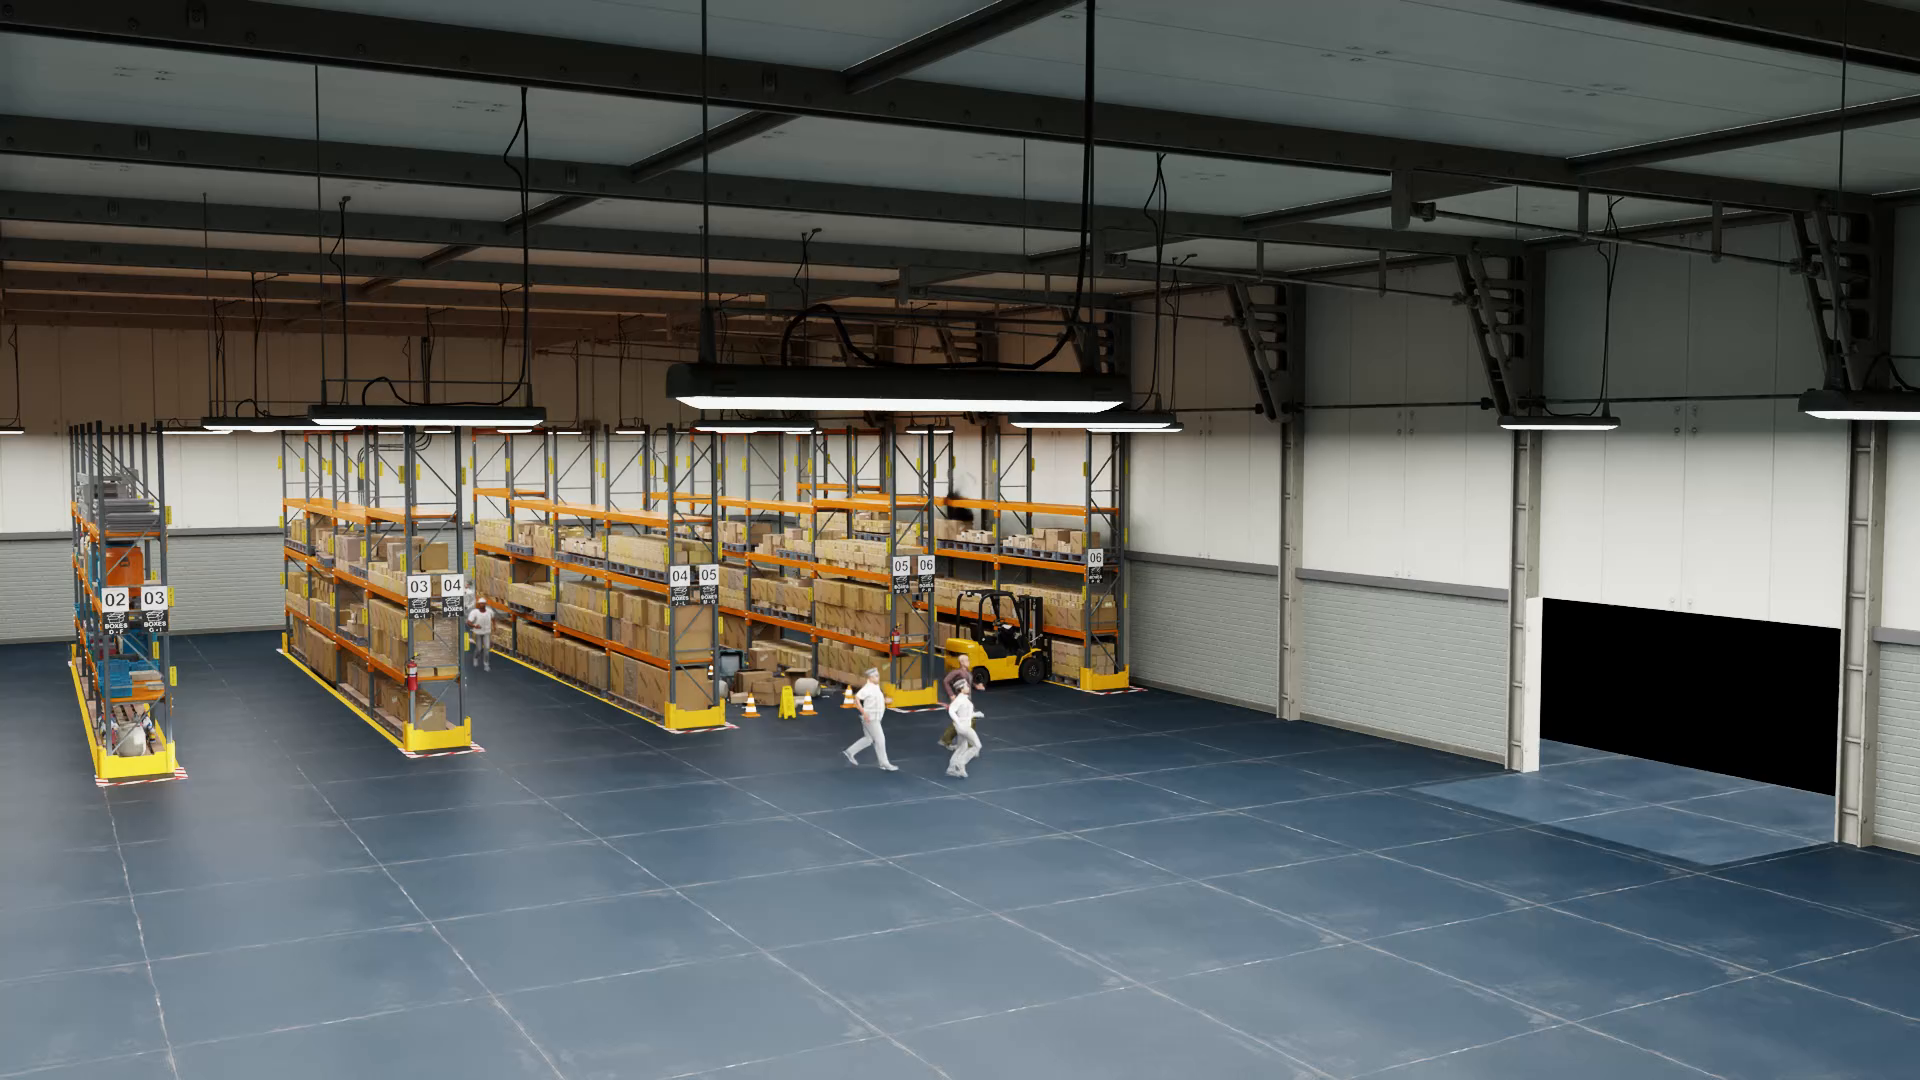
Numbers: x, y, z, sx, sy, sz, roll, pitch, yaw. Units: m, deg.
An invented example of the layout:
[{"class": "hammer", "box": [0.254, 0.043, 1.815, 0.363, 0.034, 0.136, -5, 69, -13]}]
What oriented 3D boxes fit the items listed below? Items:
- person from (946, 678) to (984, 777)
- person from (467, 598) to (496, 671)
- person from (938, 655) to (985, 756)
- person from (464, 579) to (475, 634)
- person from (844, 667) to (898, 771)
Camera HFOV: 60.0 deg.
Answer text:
[{"class": "person", "box": [0.088, 3.147, 27.925, 0.641, 1.666, 0.586, 0, 4, -1]}, {"class": "person", "box": [-11.767, 2.308, 40.959, 0.724, 1.781, 0.865, -2, 4, -31]}, {"class": "person", "box": [0.016, 2.983, 30.073, 0.873, 1.841, 0.688, 1, 4, 15]}, {"class": "person", "box": [-14.184, 1.948, 47.540, 0.826, 1.655, 0.685, -3, 5, -41]}, {"class": "person", "box": [-1.529, 3.052, 28.487, 0.956, 1.764, 0.663, 0, 4, 6]}]
